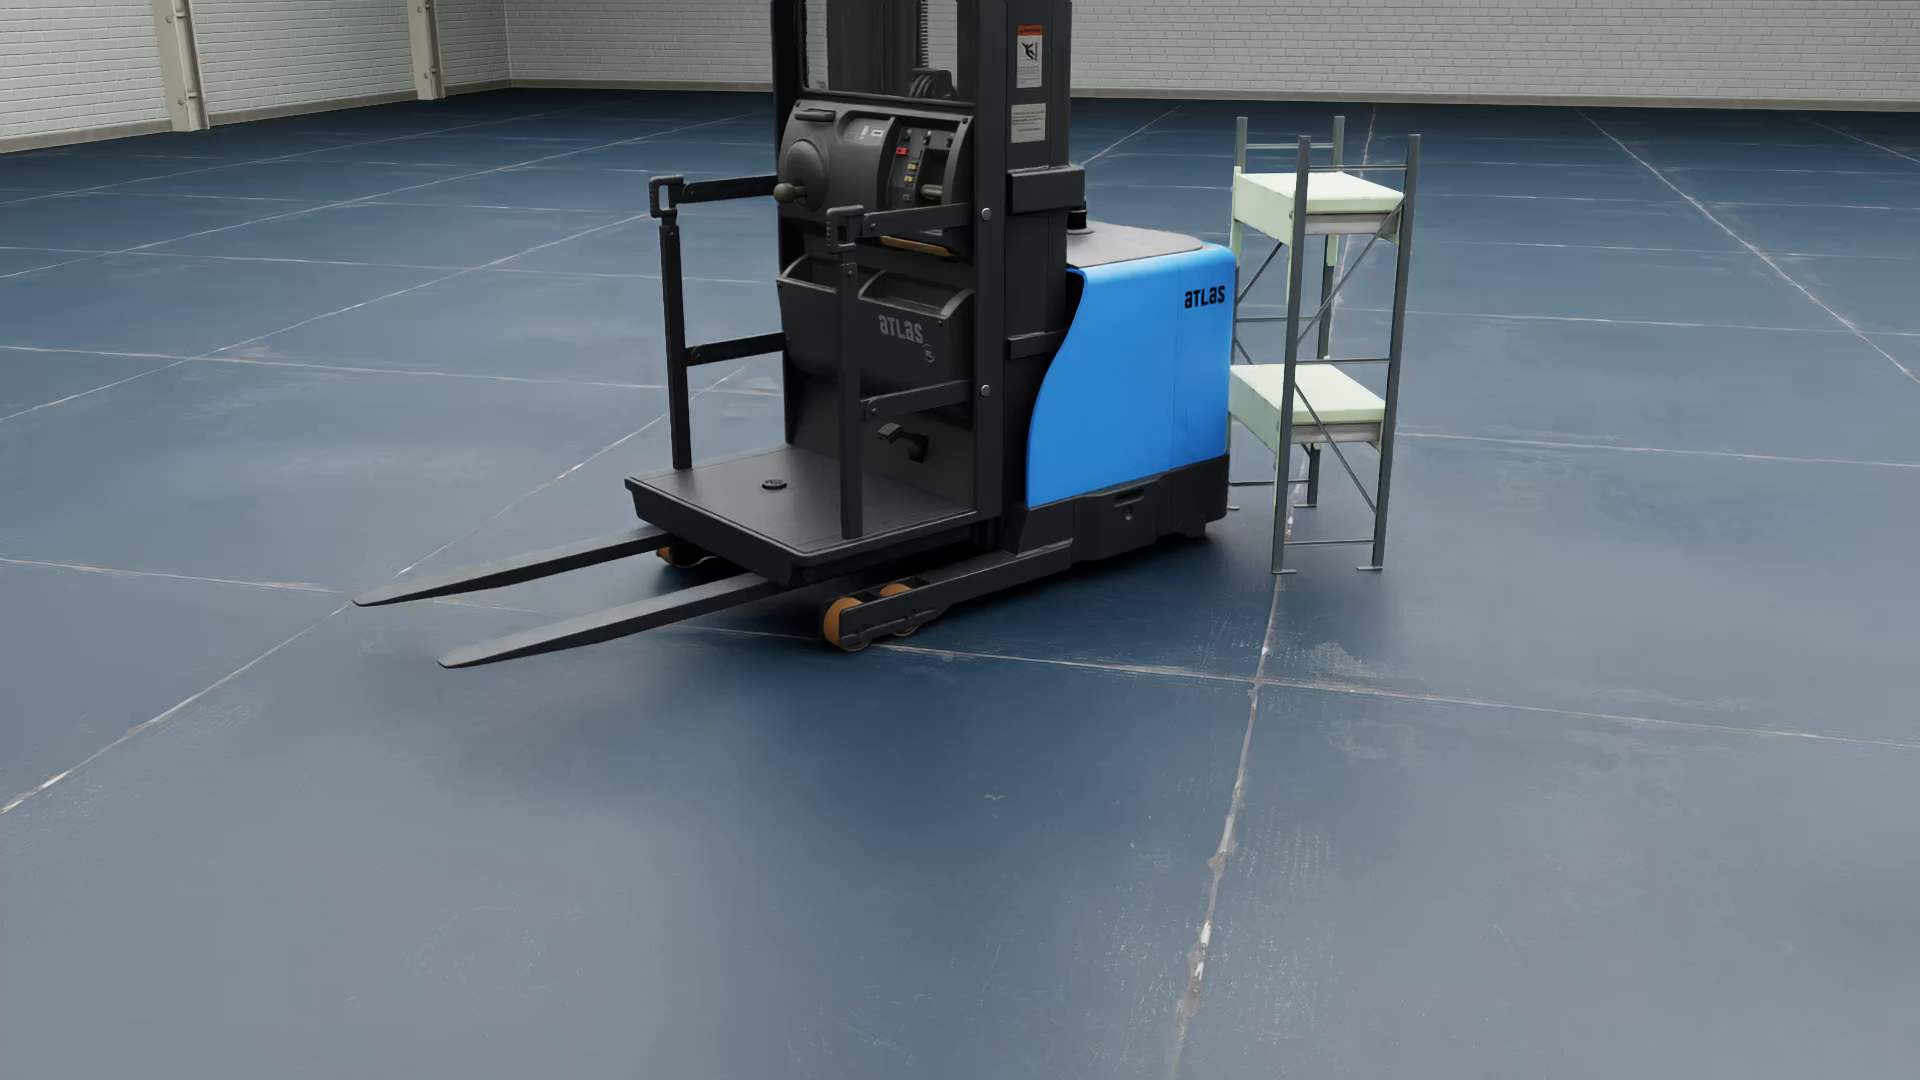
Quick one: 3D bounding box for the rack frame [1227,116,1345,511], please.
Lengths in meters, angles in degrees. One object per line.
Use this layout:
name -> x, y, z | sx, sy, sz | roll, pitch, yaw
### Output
rack frame -> 1.208, -0.835, 6.311 | 0.400, 1.500, 0.023 | -2, 19, -6

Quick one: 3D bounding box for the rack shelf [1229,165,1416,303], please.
rack shelf -> 1.251, -1.087, 5.841 | 0.431, 0.370, 0.720 | -2, 19, -6

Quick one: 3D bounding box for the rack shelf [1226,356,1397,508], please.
rack shelf -> 1.251, -0.409, 6.073 | 0.431, 0.370, 0.720 | -2, 19, -6

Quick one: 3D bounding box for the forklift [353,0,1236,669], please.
forklift -> -0.448, -1.231, 5.256 | 3.031, 2.935, 1.130 | -15, 24, -38

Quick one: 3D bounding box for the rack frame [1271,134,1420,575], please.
rack frame -> 1.294, -0.600, 5.623 | 0.400, 1.500, 0.023 | -2, 19, -6

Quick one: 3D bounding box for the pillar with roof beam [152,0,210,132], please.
pillar with roof beam -> -6.124, -9.407, 19.806 | 9.100, 9.000, 0.400 | 5, 19, 13

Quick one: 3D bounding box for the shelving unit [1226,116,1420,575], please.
shelving unit -> 1.251, -0.717, 5.967 | 0.431, 1.500, 0.755 | -2, 19, -6

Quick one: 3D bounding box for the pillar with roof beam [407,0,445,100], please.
pillar with roof beam -> -4.658, -11.287, 25.312 | 9.100, 9.000, 0.400 | 5, 19, 13
